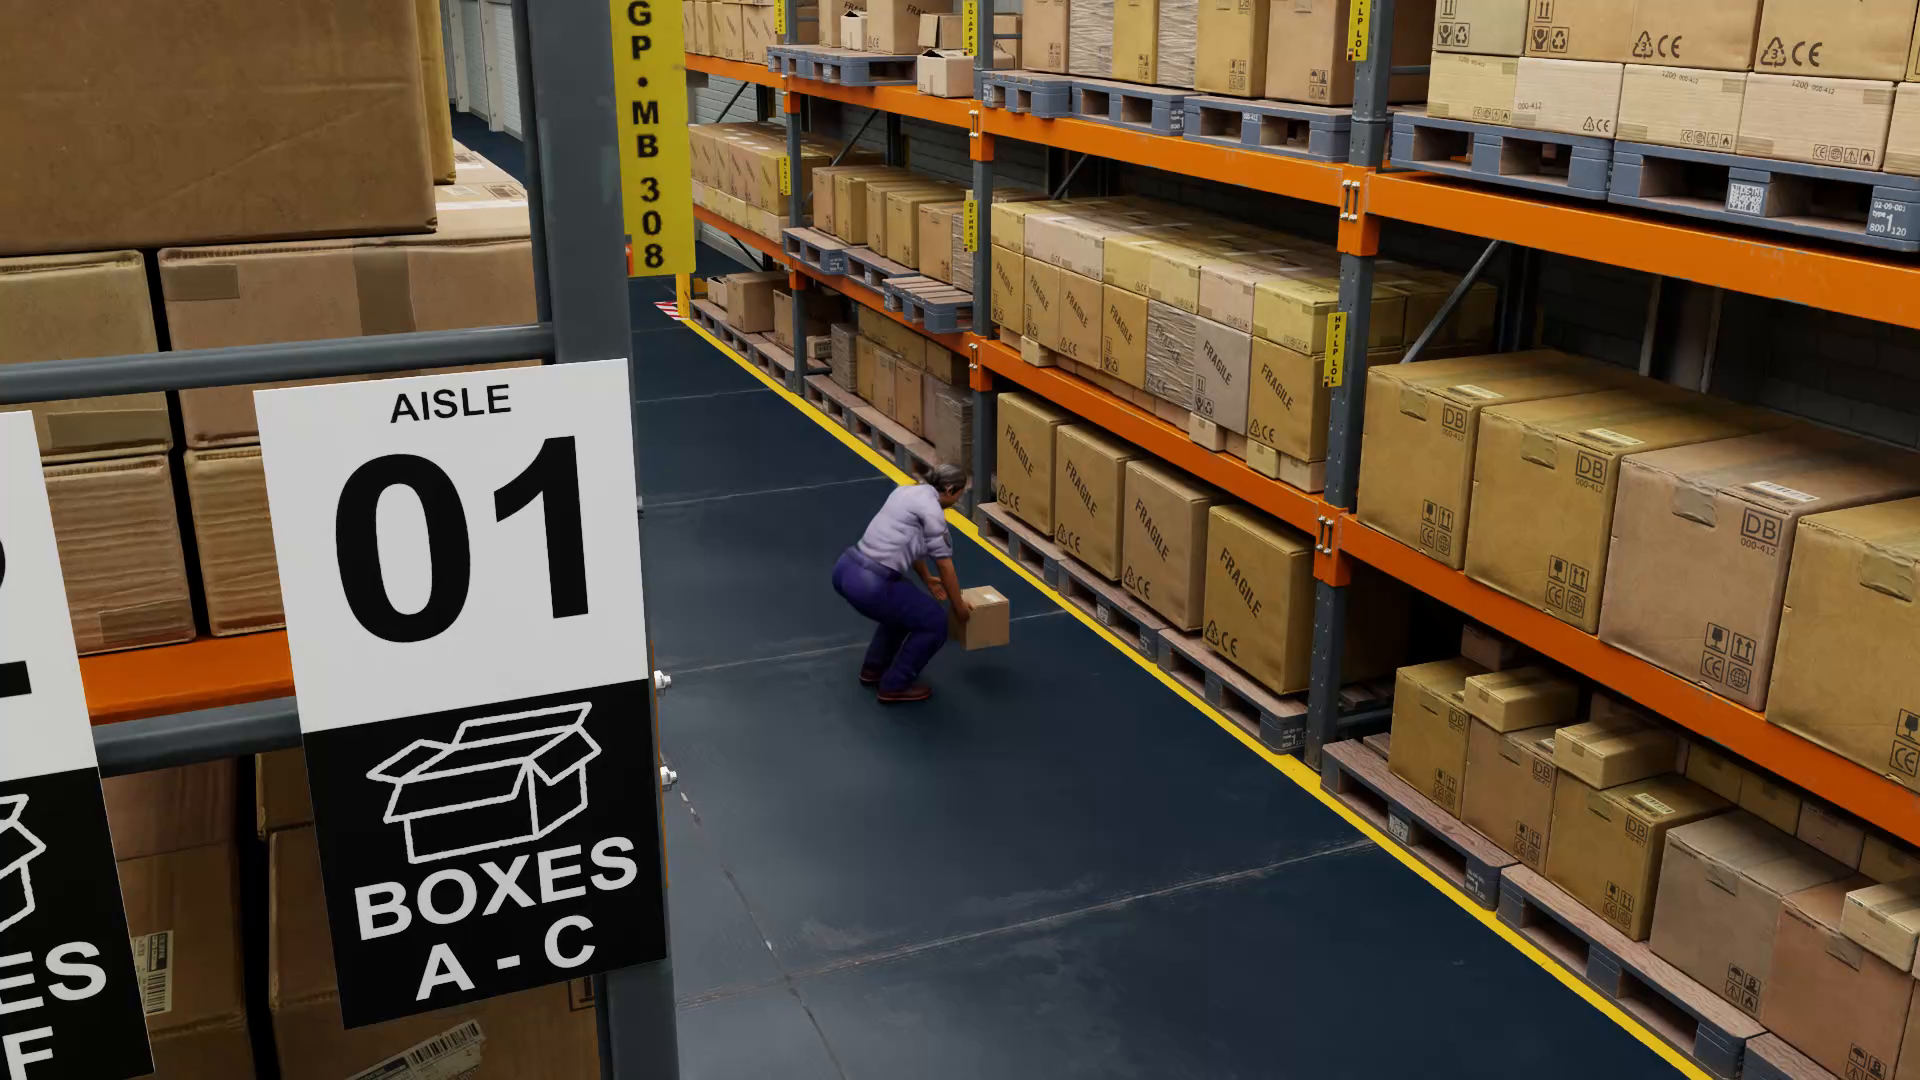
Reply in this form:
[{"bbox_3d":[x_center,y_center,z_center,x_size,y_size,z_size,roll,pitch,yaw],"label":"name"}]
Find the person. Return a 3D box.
[{"bbox_3d":[-0.274,0.203,8.693,0.675,1.202,0.541,-8,21,-22],"label":"person"}]
